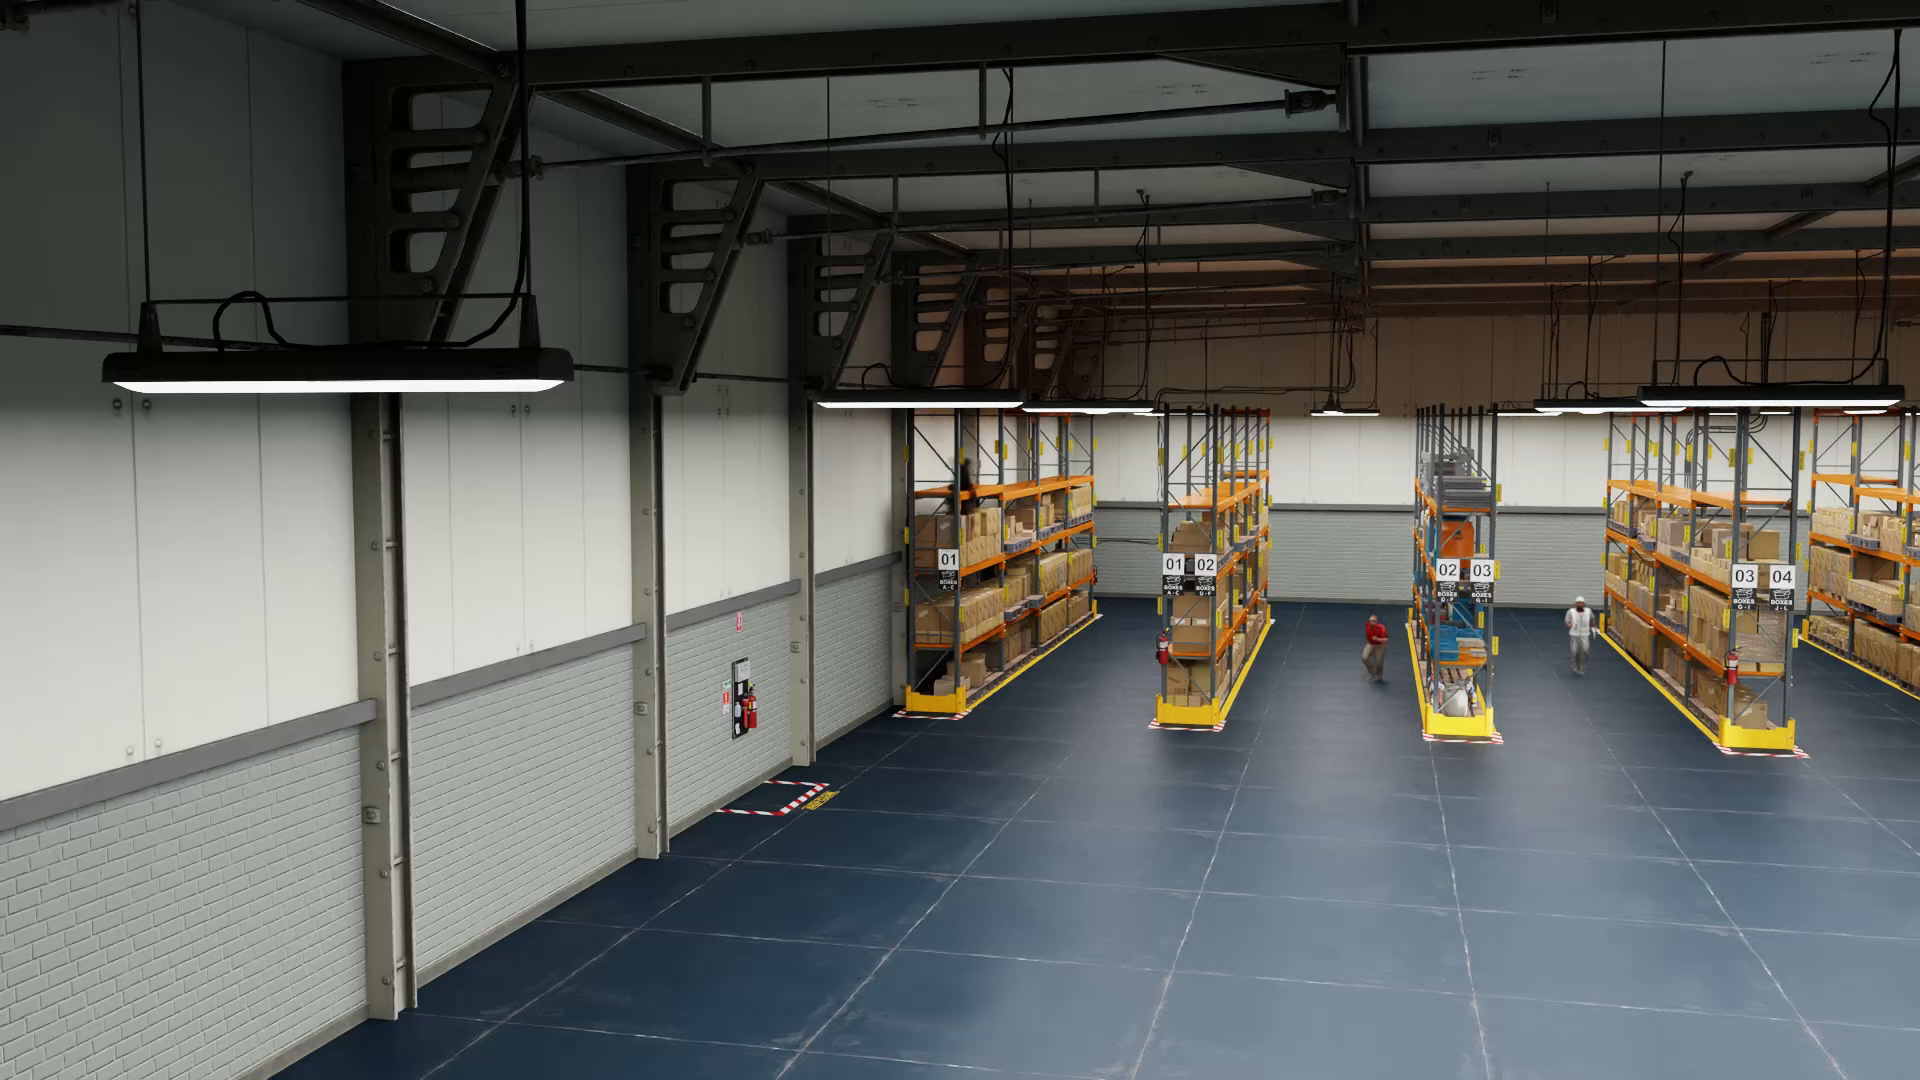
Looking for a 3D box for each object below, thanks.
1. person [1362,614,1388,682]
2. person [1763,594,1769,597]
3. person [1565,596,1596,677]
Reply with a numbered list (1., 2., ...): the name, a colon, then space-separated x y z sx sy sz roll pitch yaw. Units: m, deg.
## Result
1. person: 9.023 2.330 36.034 0.668 1.515 1.118 3 5 34
2. person: 19.920 1.884 41.530 0.584 1.672 0.746 1 4 13
3. person: 13.798 2.144 36.987 0.669 1.784 0.786 1 4 14
